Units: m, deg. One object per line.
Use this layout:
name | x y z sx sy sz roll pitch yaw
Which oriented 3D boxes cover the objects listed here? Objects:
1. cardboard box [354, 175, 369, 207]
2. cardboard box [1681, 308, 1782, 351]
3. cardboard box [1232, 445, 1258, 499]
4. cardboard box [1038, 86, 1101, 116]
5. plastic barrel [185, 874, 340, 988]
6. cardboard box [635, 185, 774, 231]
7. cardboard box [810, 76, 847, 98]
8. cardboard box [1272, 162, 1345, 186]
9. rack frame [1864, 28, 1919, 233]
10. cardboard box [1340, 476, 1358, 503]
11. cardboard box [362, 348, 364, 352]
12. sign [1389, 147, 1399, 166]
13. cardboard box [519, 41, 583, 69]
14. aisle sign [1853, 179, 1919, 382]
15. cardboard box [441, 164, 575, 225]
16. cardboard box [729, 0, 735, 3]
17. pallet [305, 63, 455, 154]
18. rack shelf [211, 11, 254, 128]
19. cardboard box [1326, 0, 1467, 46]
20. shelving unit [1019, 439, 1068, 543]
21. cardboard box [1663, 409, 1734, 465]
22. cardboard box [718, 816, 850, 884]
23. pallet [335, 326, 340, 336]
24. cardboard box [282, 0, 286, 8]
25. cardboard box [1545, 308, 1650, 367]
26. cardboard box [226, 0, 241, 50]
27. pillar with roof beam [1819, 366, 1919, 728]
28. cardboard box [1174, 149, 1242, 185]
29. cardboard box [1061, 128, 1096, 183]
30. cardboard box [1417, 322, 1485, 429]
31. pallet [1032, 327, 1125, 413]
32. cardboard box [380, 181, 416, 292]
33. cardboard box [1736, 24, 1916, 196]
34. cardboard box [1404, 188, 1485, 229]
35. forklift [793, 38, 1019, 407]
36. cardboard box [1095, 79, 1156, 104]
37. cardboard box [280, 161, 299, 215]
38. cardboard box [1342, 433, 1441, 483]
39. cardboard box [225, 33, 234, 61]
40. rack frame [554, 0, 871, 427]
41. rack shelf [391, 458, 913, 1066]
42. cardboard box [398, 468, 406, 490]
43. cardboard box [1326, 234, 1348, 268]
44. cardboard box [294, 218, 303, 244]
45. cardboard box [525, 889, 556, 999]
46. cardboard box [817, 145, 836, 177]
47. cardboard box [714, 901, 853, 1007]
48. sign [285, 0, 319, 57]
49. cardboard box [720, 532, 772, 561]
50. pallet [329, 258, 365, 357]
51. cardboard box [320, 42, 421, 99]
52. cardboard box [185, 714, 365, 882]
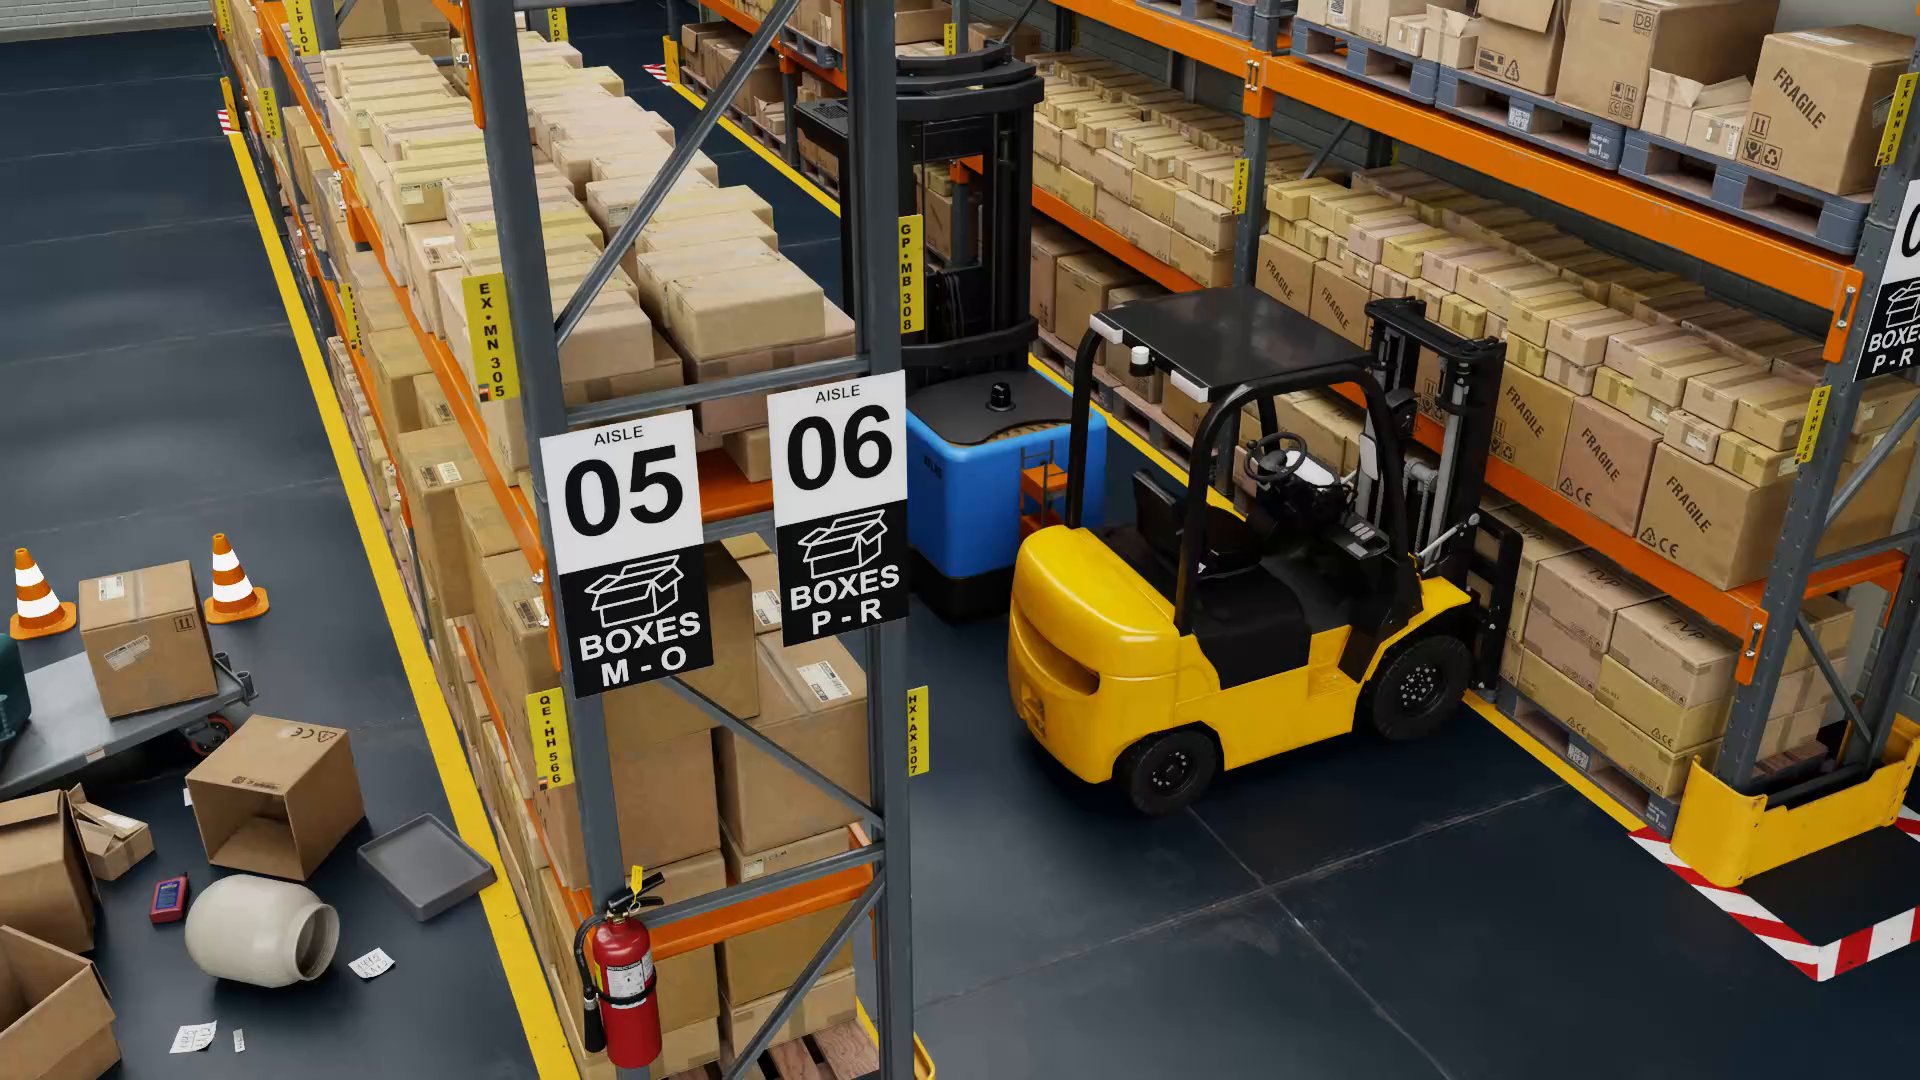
cardboard box | -2.380 -1.554 7.118 0.380 0.149 0.250 -13 32 -22
cardboard box | 3.594 -0.948 7.777 0.380 0.149 0.250 -13 32 -22
cardboard box | 2.038 -0.417 10.282 0.500 0.250 0.500 -13 32 -21
cardboard box | 0.791 -3.164 12.033 0.380 0.149 0.250 -13 32 -21
plastic barrel | -2.889 1.624 6.895 0.512 0.421 0.421 7 30 13
cardboard box | -0.818 -1.010 5.332 0.380 0.149 0.250 -13 32 -22
cardboard box | -1.237 -4.437 16.227 0.380 0.149 0.250 -15 32 -24
cardboard box | 2.172 -2.243 10.391 0.380 0.149 0.250 -14 32 -23
rack frame | 3.846 -2.566 5.599 1.000 3.000 0.127 -13 32 -22
cardboard box | 2.481 -0.193 9.372 0.500 0.250 0.500 -13 32 -22
cardboard box | -3.063 -1.142 9.020 0.380 0.149 0.250 -14 32 -23
sign | 2.630 -2.246 10.195 0.100 0.325 0.005 -13 32 -22
cardboard box | -1.838 -2.026 7.144 0.380 0.149 0.250 -14 32 -23
aisle sign | 3.609 -0.993 6.268 0.394 0.787 0.004 -13 32 -22
cardboard box | -1.499 -1.124 5.535 0.380 0.149 0.250 -14 32 -23
cardboard box | -2.317 -5.914 17.959 0.380 0.149 0.250 -13 32 -22
pallet | -2.521 -2.194 8.194 1.213 0.211 1.003 -13 32 -22
rack shelf | -6.645 -4.776 16.409 1.077 0.370 4.000 -13 32 -22
cardboard box | 2.266 -2.794 8.631 0.500 0.311 0.500 -12 32 -21
shelving unit | 0.478 -0.013 9.173 0.215 1.050 0.252 -14 32 -24
cardboard box | 3.308 -0.477 7.241 0.380 0.149 0.250 -13 32 -21
cardboard box | -0.594 1.010 5.611 0.380 0.149 0.250 -13 32 -22
pallet | -4.340 -1.587 12.838 1.003 0.211 1.213 -13 32 -22
cardboard box | -4.088 -3.463 10.522 0.380 0.149 0.250 -13 32 -22
cardboard box | 2.980 -0.949 7.780 0.380 0.149 0.250 -12 32 -21
cardboard box | -5.857 -4.431 13.934 0.500 0.500 0.500 -13 32 -21
pillar with roof beam | 0.473 -2.159 4.873 9.100 9.000 0.400 -13 32 -22
cardboard box | 1.597 -2.377 10.629 0.380 0.149 0.250 -13 32 -22
cardboard box | 1.046 -2.712 11.635 0.500 0.250 0.500 -13 32 -21
cardboard box | 2.738 -0.833 8.539 0.500 0.500 0.500 -13 32 -22
pallet | 1.250 -1.357 12.427 1.003 0.211 1.213 -13 32 -22
cardboard box | -1.759 -1.121 5.937 0.500 0.250 0.500 -13 32 -22
cardboard box | 3.436 -1.673 6.438 0.500 0.500 0.500 -12 31 -20
cardboard box | 2.735 -1.861 9.406 0.380 0.149 0.250 -13 32 -22
forklift | -0.284 -1.550 9.990 1.121 2.935 3.031 -14 32 -24
cardboard box | 1.214 -3.264 12.211 0.380 0.149 0.250 -13 32 -22
cardboard box | -4.521 -2.543 11.844 0.500 0.250 0.500 -14 32 -24
cardboard box | 2.488 -0.411 9.249 0.500 0.250 0.500 -12 31 -20
cardboard box | -6.671 -4.846 15.697 0.500 0.500 0.500 -14 32 -23
rack frame | -0.632 -1.523 3.738 0.949 2.616 0.053 -13 32 -22
rack shelf | -1.494 0.525 6.956 1.077 0.370 4.000 -13 32 -22
cardboard box | -2.507 -0.357 8.049 0.380 0.149 0.250 -13 32 -22
cardboard box | 2.278 -1.624 9.286 0.380 0.149 0.250 -13 32 -22
cardboard box | -5.448 -3.206 14.616 0.875 0.875 0.875 -12 31 -20
cardboard box | -1.440 1.579 6.721 0.500 0.250 0.500 -13 32 -22
cardboard box | -1.063 -3.849 16.147 0.500 0.500 0.500 -14 32 -23
cardboard box | -0.742 1.359 6.348 0.500 0.500 0.500 -14 32 -24
sign | -2.852 -2.260 7.188 0.100 0.325 0.005 -13 32 -22
cardboard box | -1.033 0.201 6.392 0.500 0.500 0.500 -14 32 -23
pallet | -3.183 -1.490 10.009 1.003 0.211 1.213 -13 32 -22
cardboard box | -2.512 -2.011 7.118 0.380 0.149 0.250 -14 32 -23
cardboard box | -3.121 1.176 7.613 0.500 0.500 0.500 7 30 13
